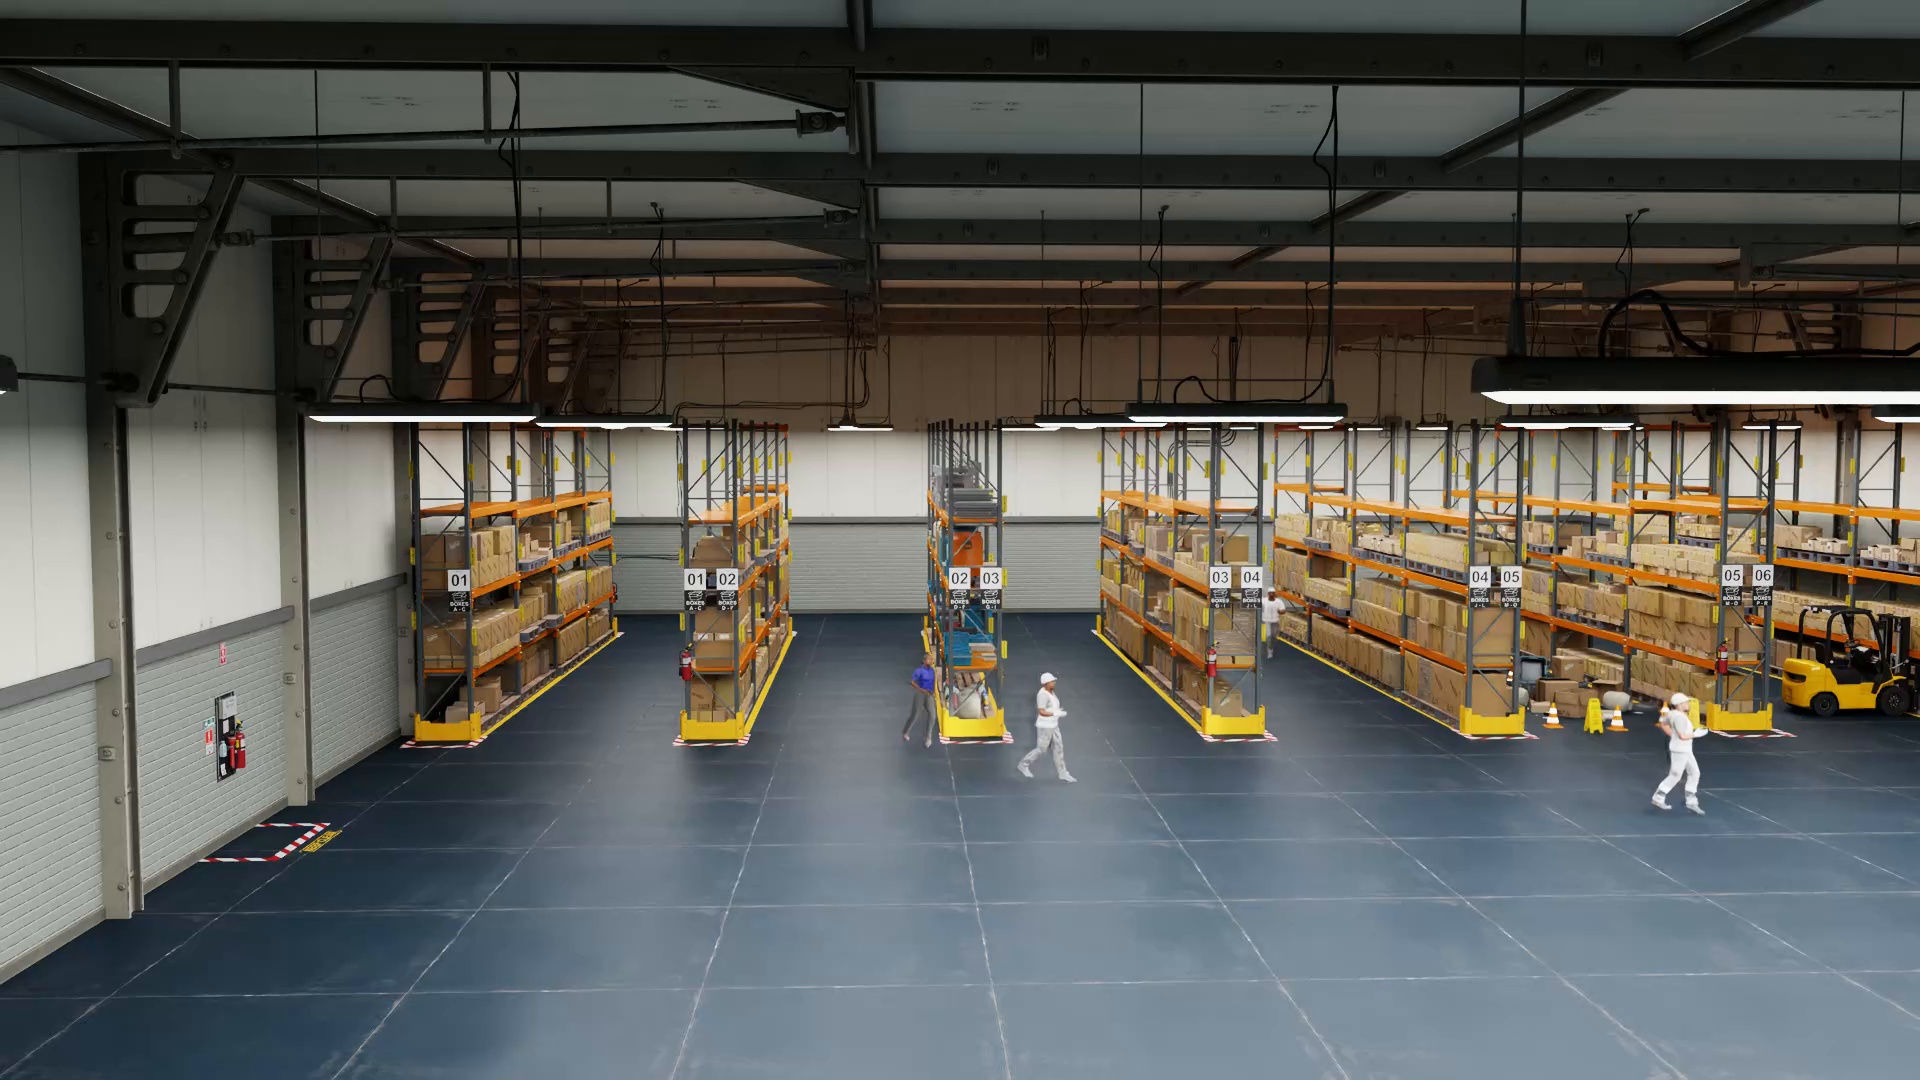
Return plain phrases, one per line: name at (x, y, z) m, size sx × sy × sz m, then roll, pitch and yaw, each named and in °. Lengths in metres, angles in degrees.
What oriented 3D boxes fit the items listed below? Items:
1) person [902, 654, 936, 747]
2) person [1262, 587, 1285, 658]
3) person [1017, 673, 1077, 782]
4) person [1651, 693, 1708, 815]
person at (-0.667, 2.945, 30.766) m, size 0.668 × 1.680 × 0.762 m, roll -3°, pitch 4°, yaw -35°
person at (7.957, 2.088, 42.511) m, size 0.704 × 1.763 × 0.963 m, roll 0°, pitch 4°, yaw 0°
person at (1.418, 3.063, 27.179) m, size 0.993 × 1.788 × 0.682 m, roll 1°, pitch 4°, yaw 21°
person at (10.814, 3.212, 24.985) m, size 0.765 × 1.832 × 0.632 m, roll 2°, pitch 4°, yaw 26°
